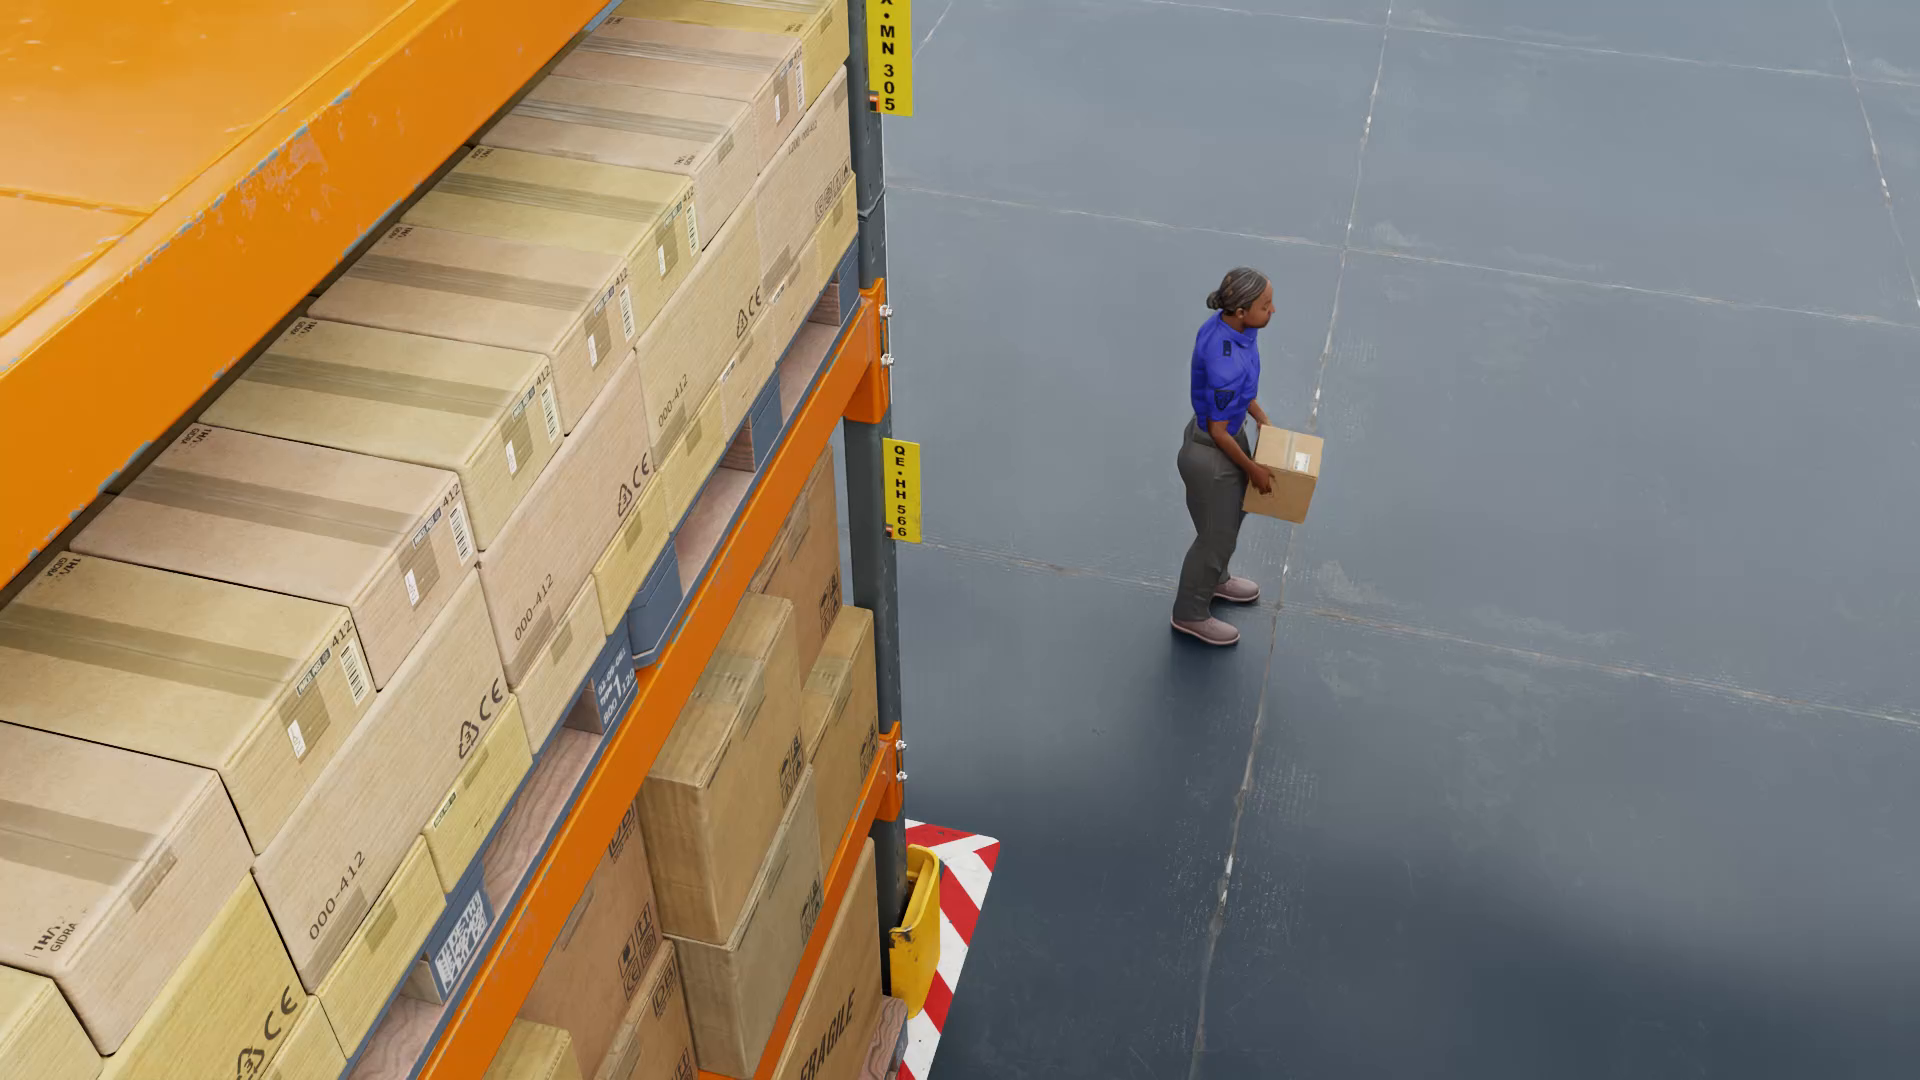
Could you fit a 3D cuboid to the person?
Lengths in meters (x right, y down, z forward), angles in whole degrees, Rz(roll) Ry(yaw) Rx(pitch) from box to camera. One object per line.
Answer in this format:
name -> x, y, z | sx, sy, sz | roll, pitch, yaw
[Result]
person -> 1.066, -0.344, 6.549 | 0.397, 1.662, 0.481 | 9, 42, 11
